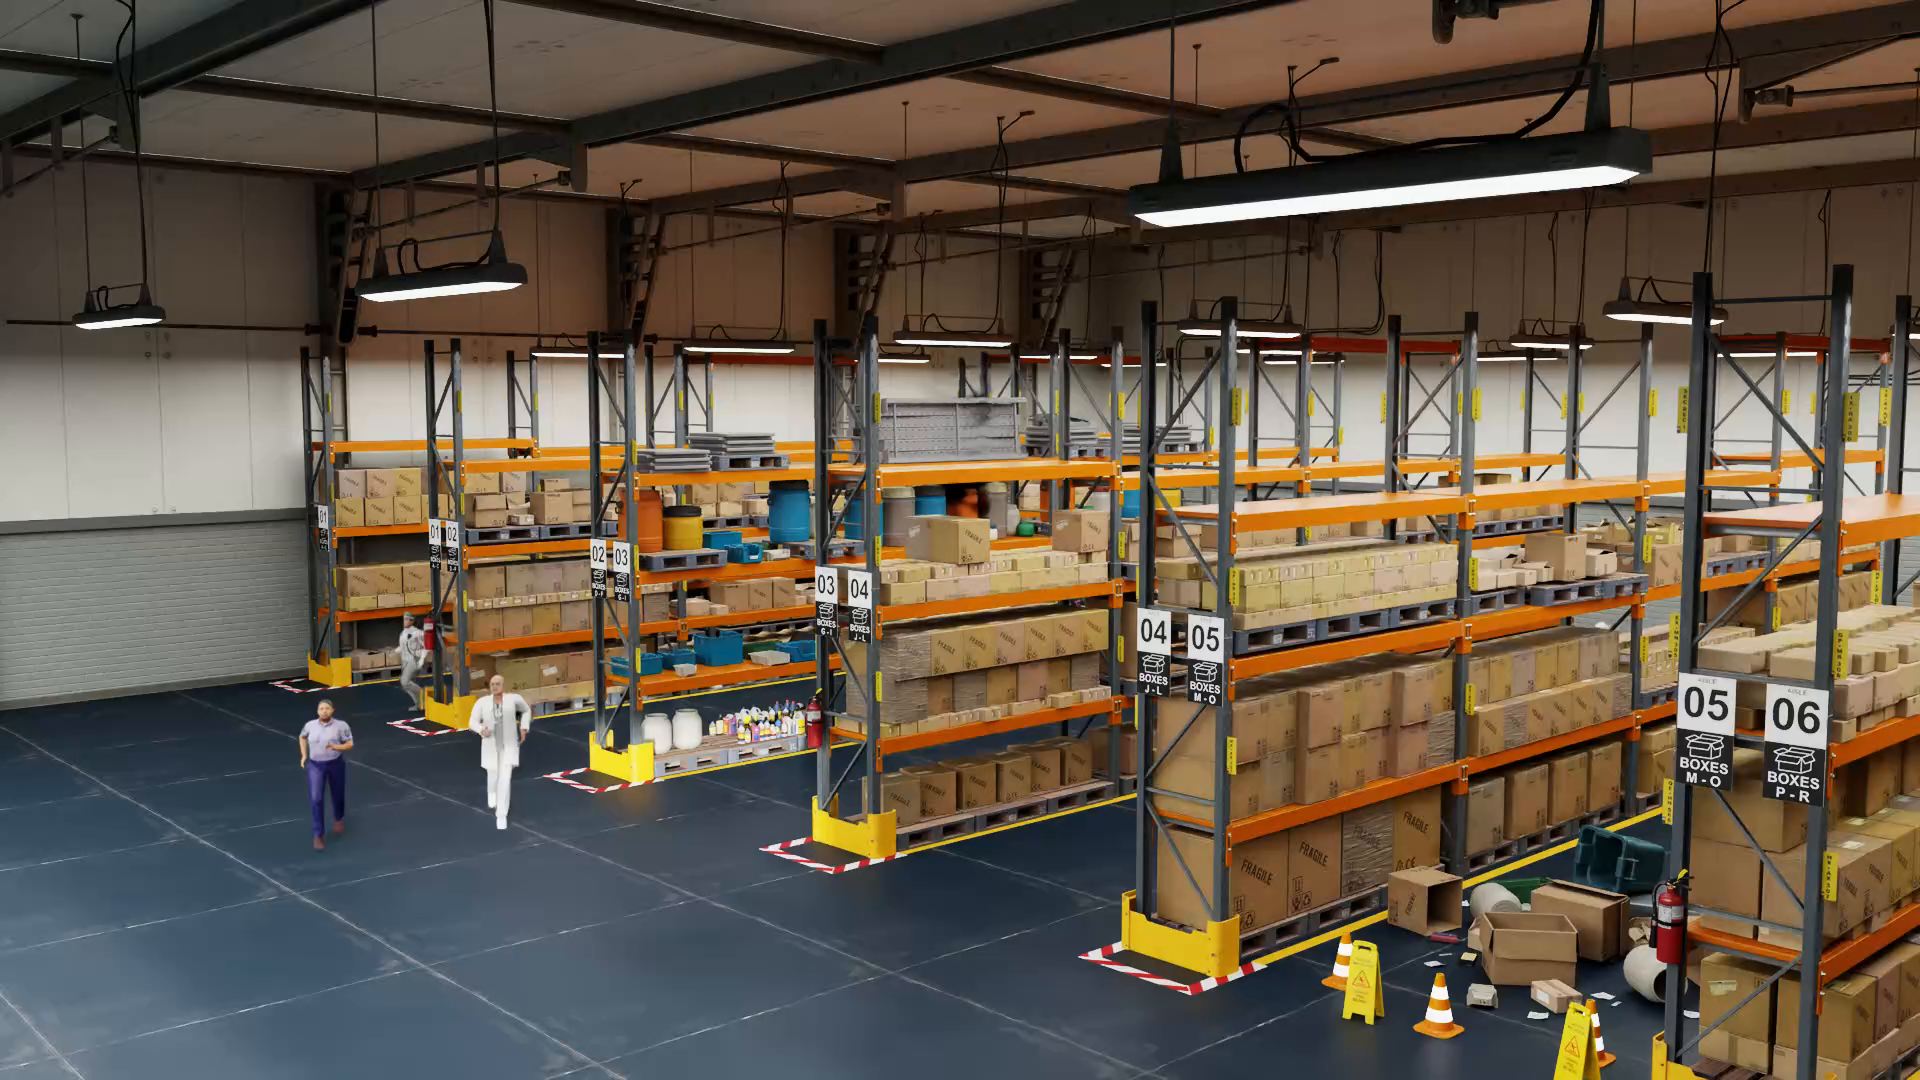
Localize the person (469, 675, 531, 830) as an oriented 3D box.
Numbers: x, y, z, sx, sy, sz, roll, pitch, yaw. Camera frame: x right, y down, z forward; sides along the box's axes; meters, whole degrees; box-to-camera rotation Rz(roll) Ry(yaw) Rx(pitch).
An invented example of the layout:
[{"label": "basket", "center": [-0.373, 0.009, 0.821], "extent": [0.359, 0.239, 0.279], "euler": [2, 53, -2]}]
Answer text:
[{"label": "person", "center": [-5.561, 2.512, 20.133], "extent": [0.717, 1.790, 1.042], "euler": [-1, 5, -9]}]

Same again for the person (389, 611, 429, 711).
[{"label": "person", "center": [-8.943, 1.970, 26.987], "extent": [0.661, 1.646, 0.541], "euler": [4, 7, 41]}]

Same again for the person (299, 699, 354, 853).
[{"label": "person", "center": [-7.275, 2.630, 19.117], "extent": [0.594, 1.605, 0.768], "euler": [-2, 5, -18]}]

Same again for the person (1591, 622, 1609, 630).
[{"label": "person", "center": [9.483, 2.111, 24.514], "extent": [0.916, 1.815, 0.629], "euler": [-4, 6, -36]}]
